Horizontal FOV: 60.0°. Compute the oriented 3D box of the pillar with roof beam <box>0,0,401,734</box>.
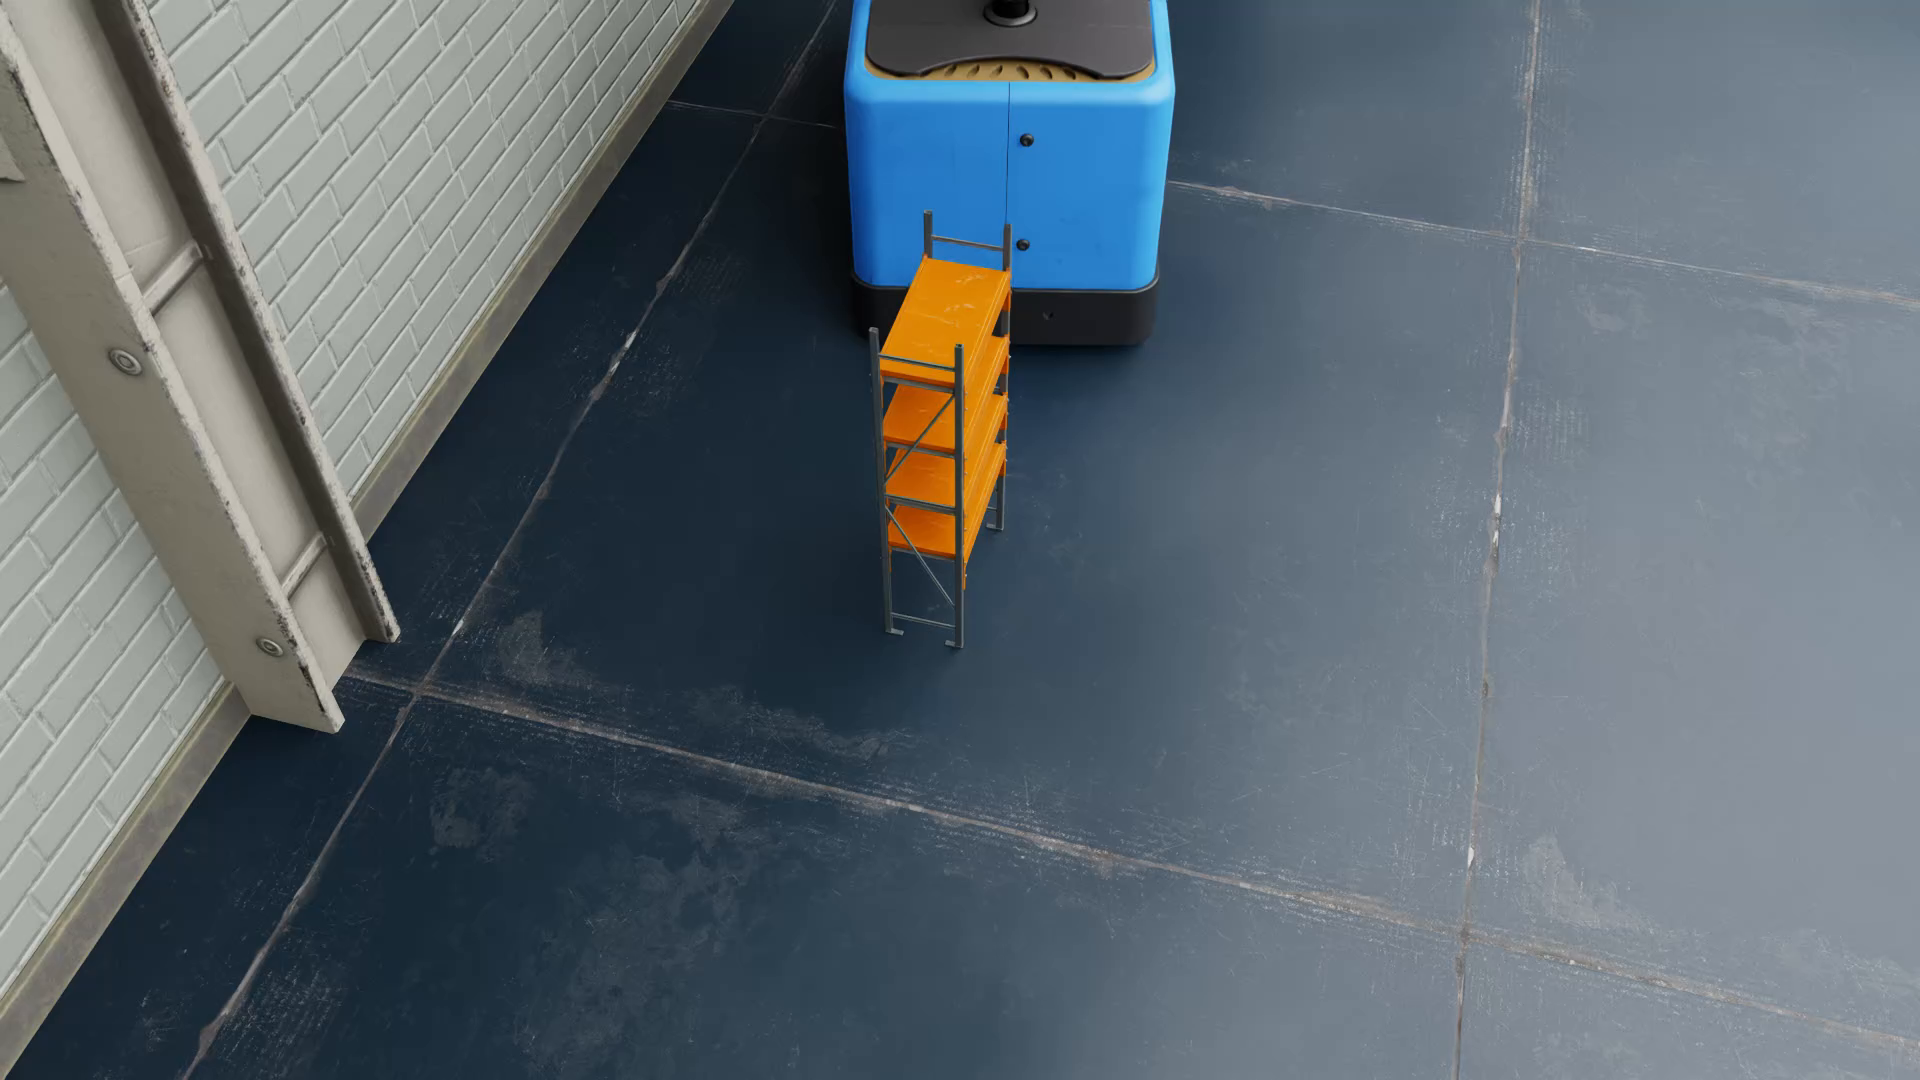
[{"bbox_3d":[2.270,-1.747,0.790,9.100,9.000,0.400,12,50,10],"label":"pillar with roof beam"}]

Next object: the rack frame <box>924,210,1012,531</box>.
[{"bbox_3d":[0.021,-0.454,4.850,0.240,1.200,0.015,12,50,10],"label":"rack frame"}]

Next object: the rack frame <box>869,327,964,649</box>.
[{"bbox_3d":[-0.108,-0.101,4.539,0.240,1.200,0.015,12,50,10],"label":"rack frame"}]

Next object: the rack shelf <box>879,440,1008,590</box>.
[{"bbox_3d":[-0.044,-0.101,4.894,0.258,0.148,0.480,12,50,10],"label":"rack shelf"}]

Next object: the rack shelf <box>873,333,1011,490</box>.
[{"bbox_3d":[-0.044,-0.381,4.577,0.258,0.148,0.480,12,50,10],"label":"rack shelf"}]

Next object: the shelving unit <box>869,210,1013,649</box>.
[{"bbox_3d":[-0.044,-0.277,4.694,0.258,1.200,0.503,12,50,10],"label":"shelving unit"}]

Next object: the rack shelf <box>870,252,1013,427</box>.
[{"bbox_3d":[-0.044,-0.537,4.400,0.258,0.148,0.480,12,50,10],"label":"rack shelf"}]

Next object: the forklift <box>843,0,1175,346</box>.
[{"bbox_3d":[0.186,-2.735,5.709,1.130,2.935,3.031,1,49,1],"label":"forklift"}]

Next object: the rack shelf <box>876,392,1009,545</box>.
[{"bbox_3d":[-0.044,-0.233,4.745,0.258,0.148,0.480,12,50,10],"label":"rack shelf"}]
